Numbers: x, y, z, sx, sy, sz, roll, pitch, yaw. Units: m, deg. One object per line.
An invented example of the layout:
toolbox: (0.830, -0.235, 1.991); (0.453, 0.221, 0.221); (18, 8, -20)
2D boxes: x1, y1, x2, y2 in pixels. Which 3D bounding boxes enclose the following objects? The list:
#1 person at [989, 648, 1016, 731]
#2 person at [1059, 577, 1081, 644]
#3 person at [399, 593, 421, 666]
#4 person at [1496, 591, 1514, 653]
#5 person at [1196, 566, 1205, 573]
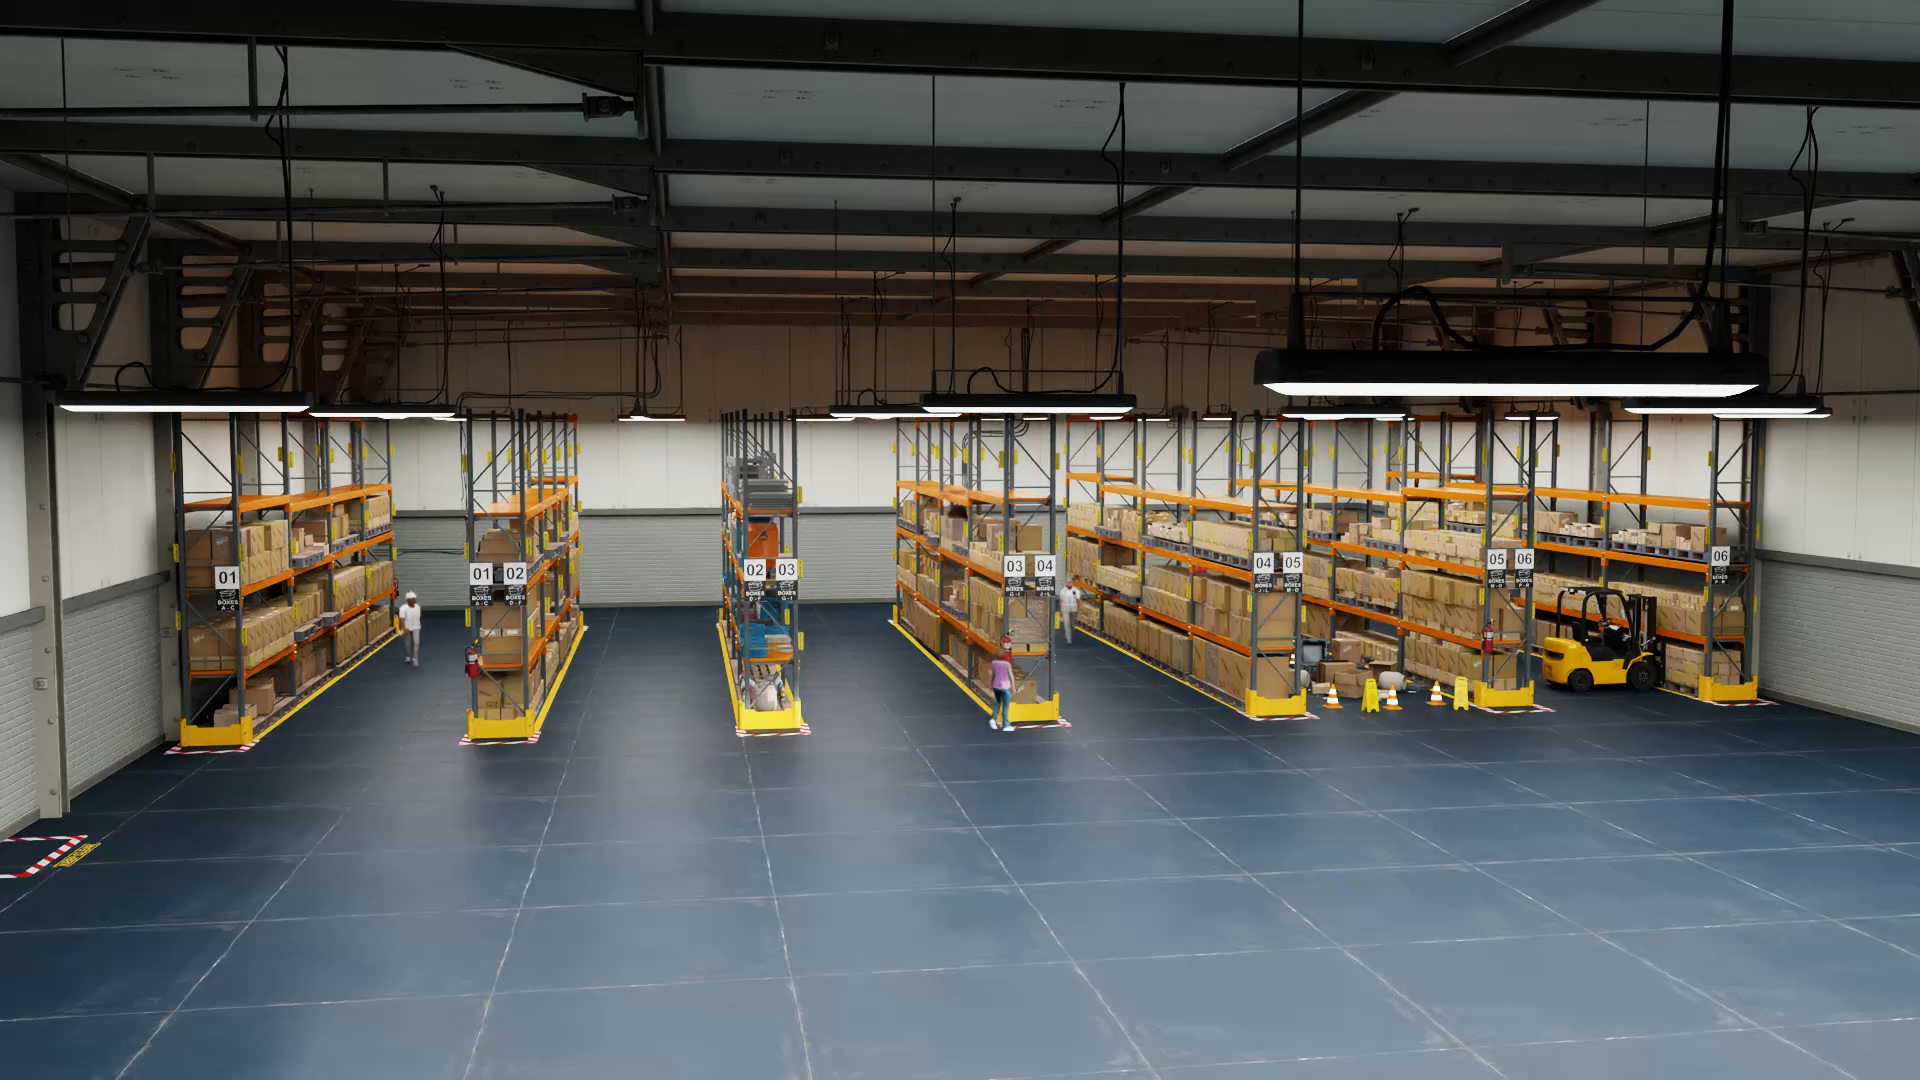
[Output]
person: (0.779, 2.777, 30.981); (0.499, 1.584, 0.470); (3, 5, 35)
person: (2.888, 1.822, 43.362); (0.532, 1.722, 1.060); (-1, 4, -11)
person: (-13.028, 2.112, 39.418); (0.486, 1.724, 1.028); (-1, 4, -17)
person: (13.214, 2.072, 40.475); (0.580, 1.671, 0.472); (3, 5, 33)
person: (7.239, 1.345, 50.408); (0.806, 1.683, 0.561); (-1, 4, -12)
